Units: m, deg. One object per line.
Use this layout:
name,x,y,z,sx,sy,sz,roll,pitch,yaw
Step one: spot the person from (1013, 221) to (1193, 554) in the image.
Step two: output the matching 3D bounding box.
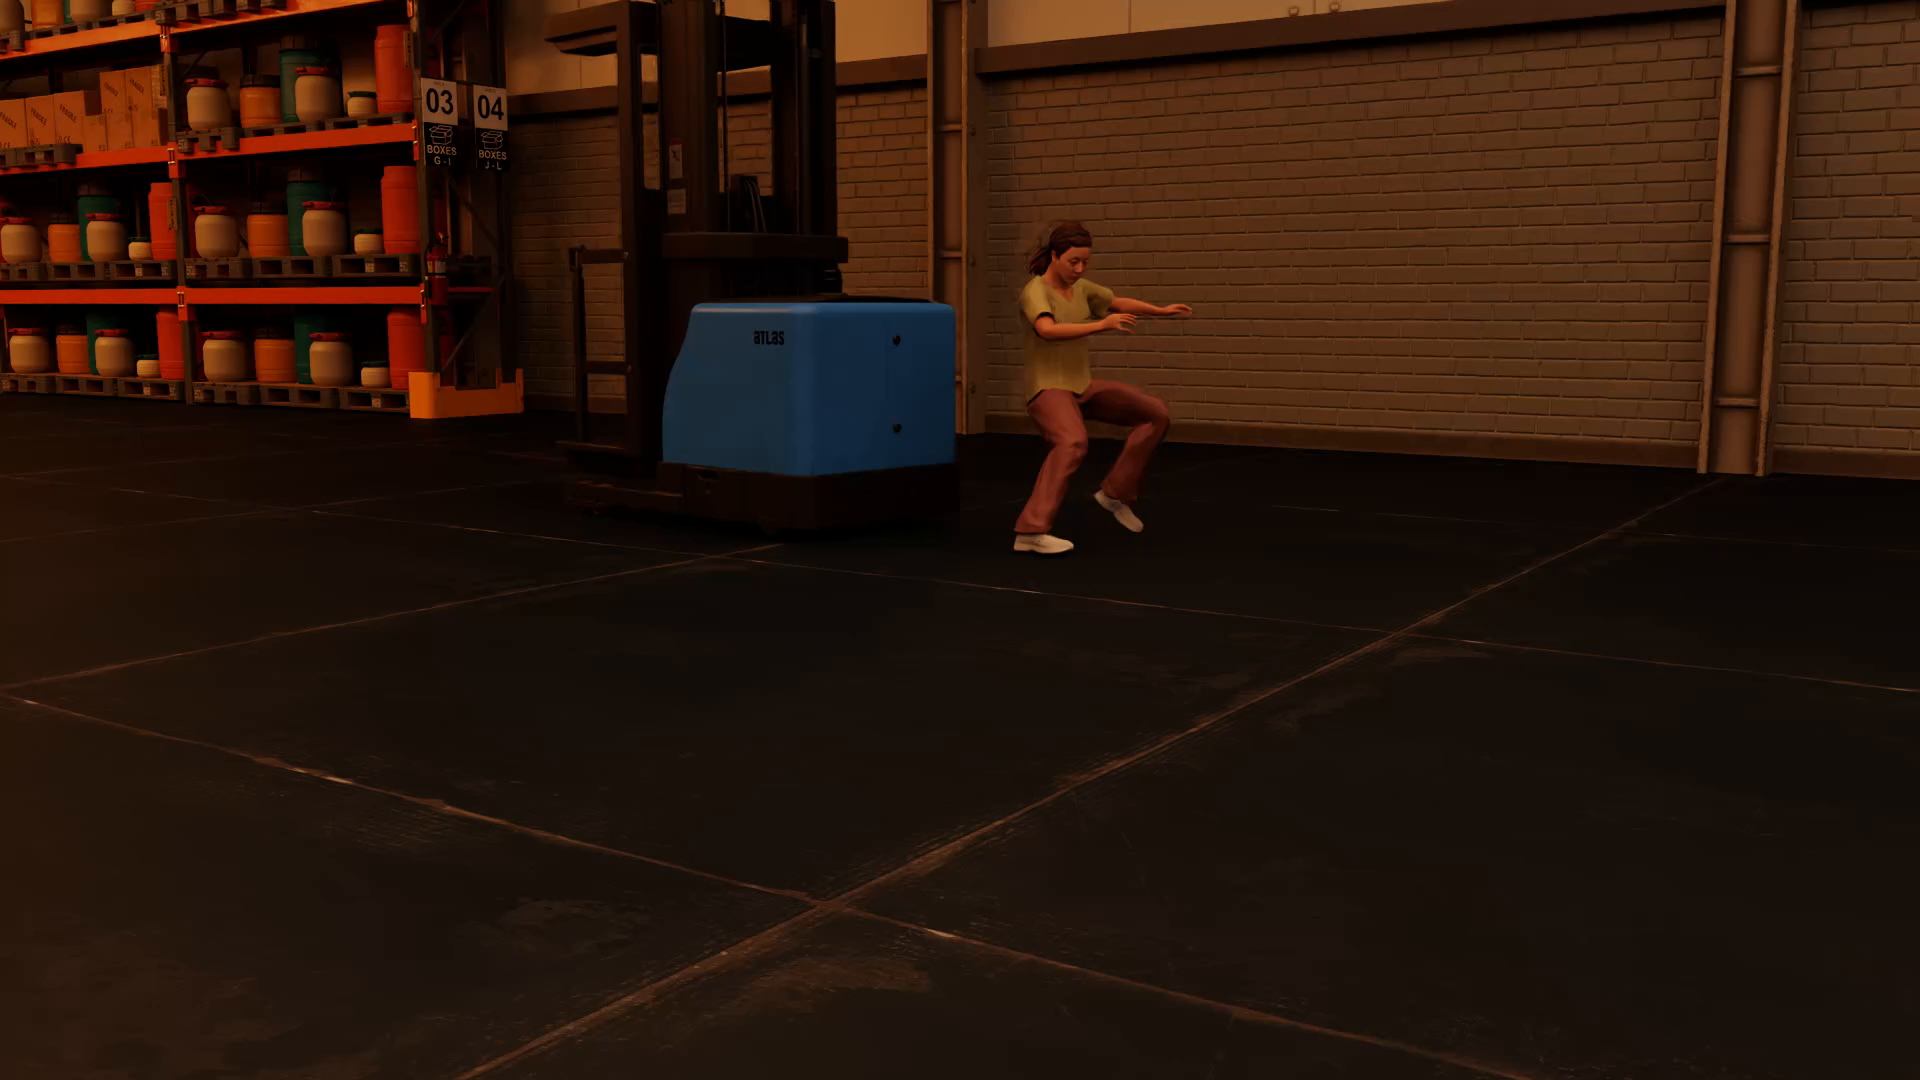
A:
person,0.575,-0.700,7.436,0.669,1.430,0.958,8,11,44

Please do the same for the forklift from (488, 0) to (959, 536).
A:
forklift,-1.408,-1.621,8.589,3.031,2.935,1.130,8,11,44
